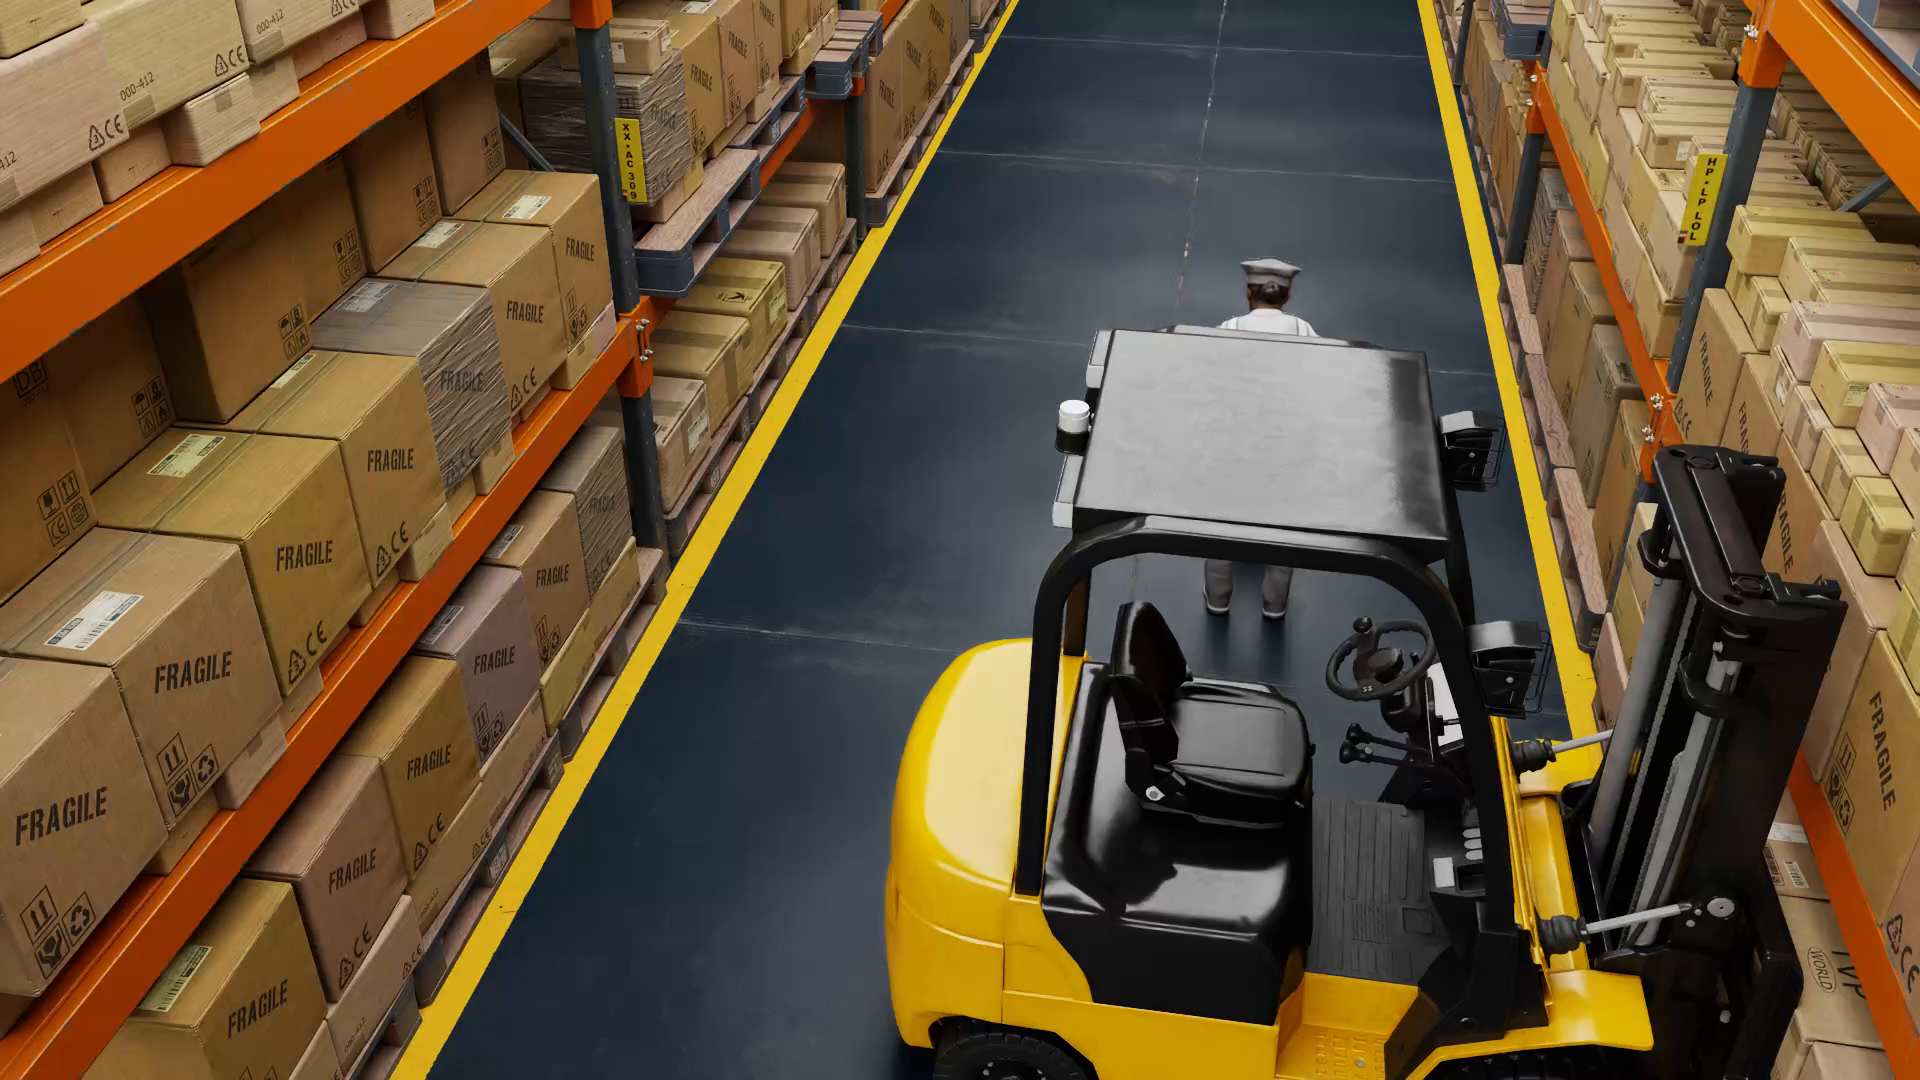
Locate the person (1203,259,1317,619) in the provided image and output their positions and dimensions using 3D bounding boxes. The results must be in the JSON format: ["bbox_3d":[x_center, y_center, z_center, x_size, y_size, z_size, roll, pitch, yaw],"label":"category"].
[{"bbox_3d":[1.216,-0.397,6.897,0.484,1.528,0.585,6,33,9],"label":"person"}]
